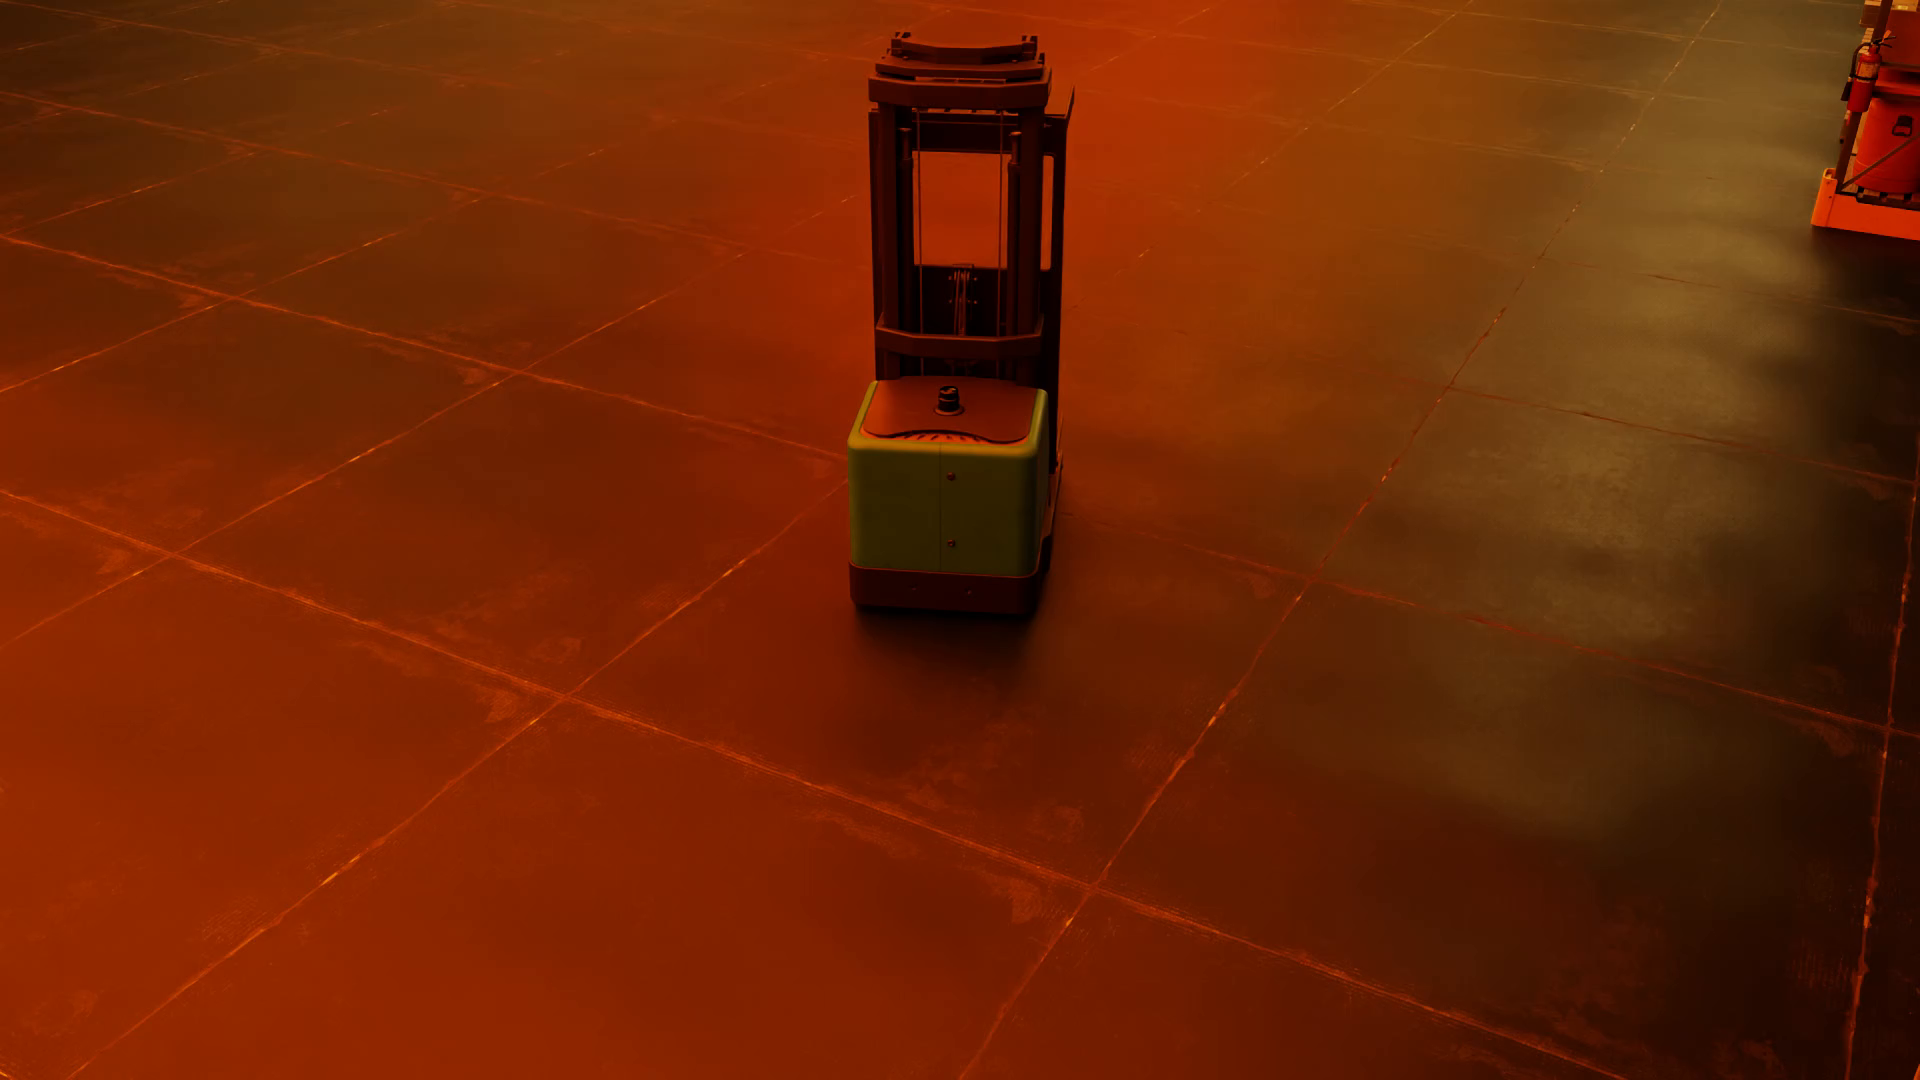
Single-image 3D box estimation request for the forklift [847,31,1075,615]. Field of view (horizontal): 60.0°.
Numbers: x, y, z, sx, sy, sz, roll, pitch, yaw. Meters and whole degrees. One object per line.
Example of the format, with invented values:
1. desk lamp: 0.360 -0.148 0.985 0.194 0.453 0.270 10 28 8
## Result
1. forklift: 0.072 -1.572 9.794 1.130 2.935 3.031 3 30 6
